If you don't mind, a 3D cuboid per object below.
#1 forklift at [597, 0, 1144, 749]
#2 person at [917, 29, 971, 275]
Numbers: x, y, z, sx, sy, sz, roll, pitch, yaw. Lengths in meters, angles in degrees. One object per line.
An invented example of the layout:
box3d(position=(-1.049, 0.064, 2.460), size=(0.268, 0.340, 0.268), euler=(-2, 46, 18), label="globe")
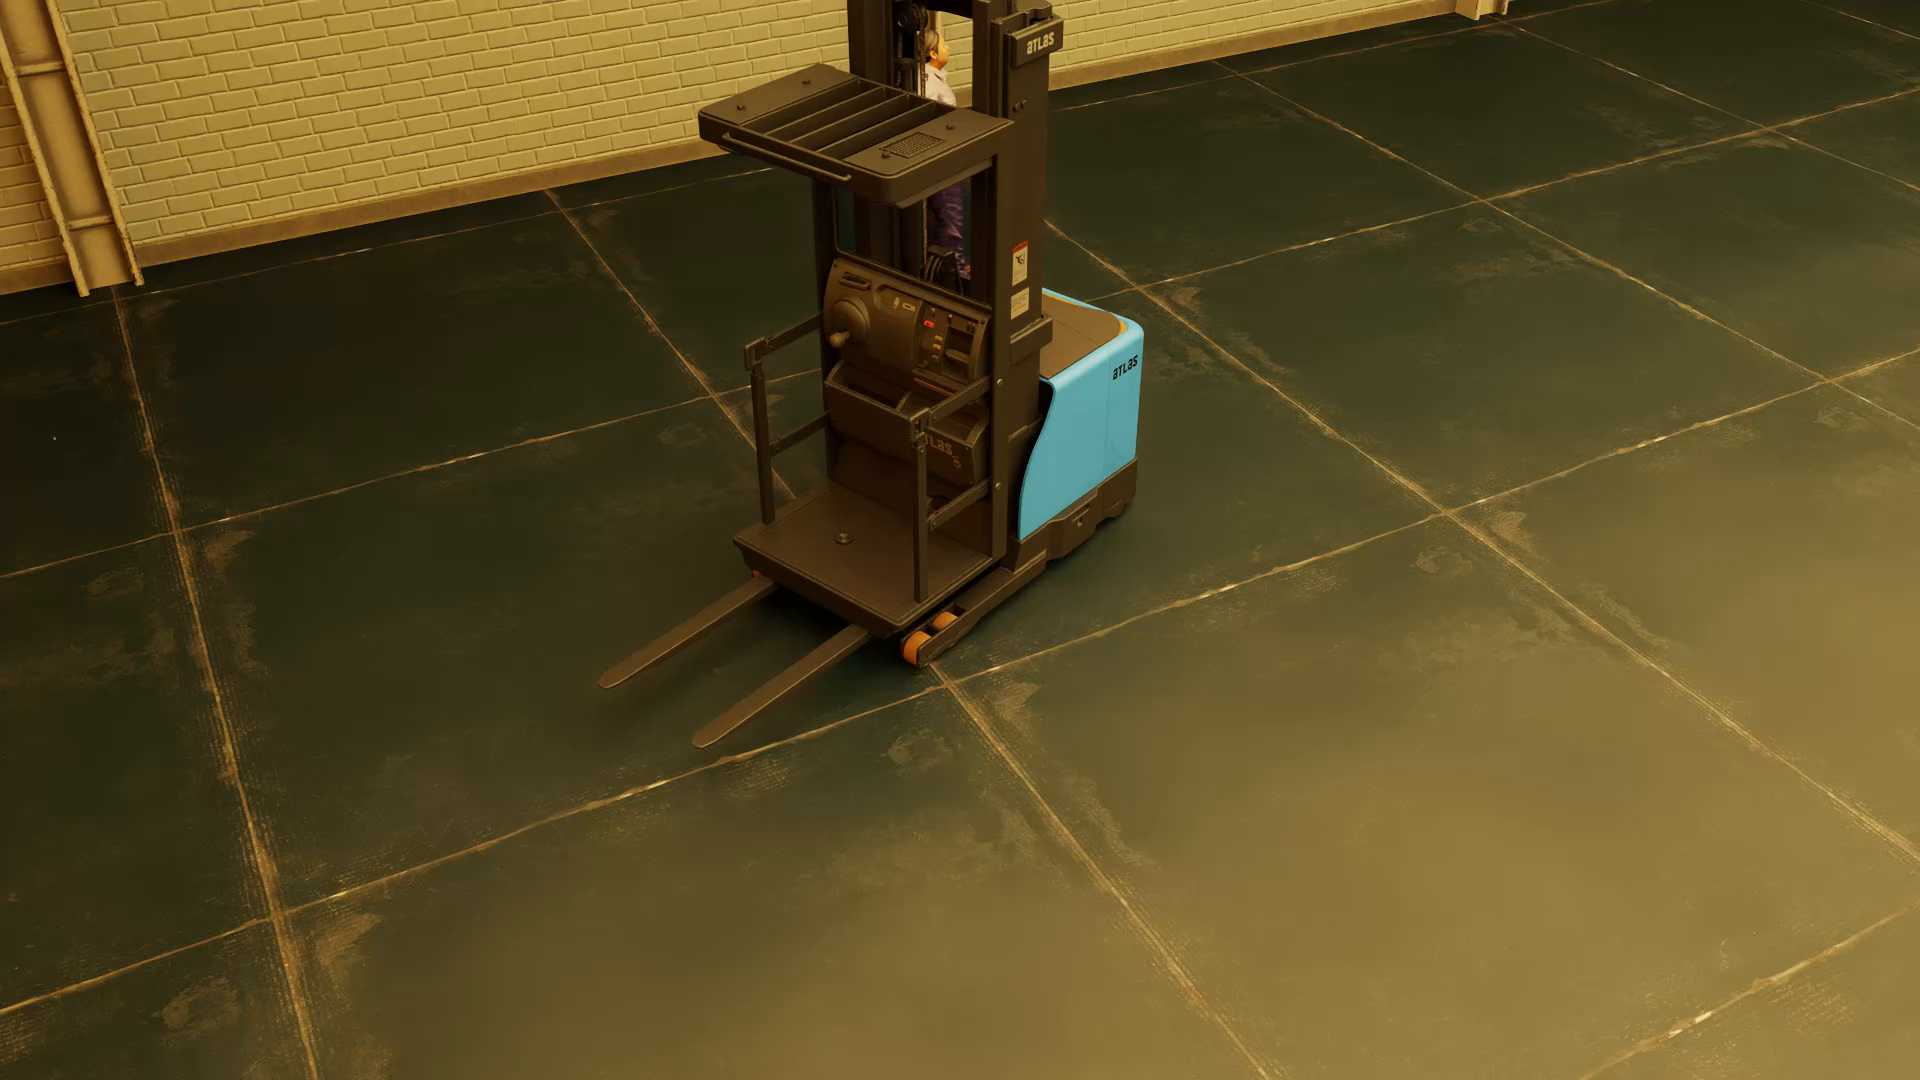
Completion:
box3d(position=(-0.390, -0.927, 7.434), size=(1.130, 2.935, 3.031), euler=(26, 43, 31), label="forklift")
box3d(position=(-0.054, -2.440, 10.674), size=(0.502, 1.650, 0.599), euler=(-2, 35, -3), label="person")
